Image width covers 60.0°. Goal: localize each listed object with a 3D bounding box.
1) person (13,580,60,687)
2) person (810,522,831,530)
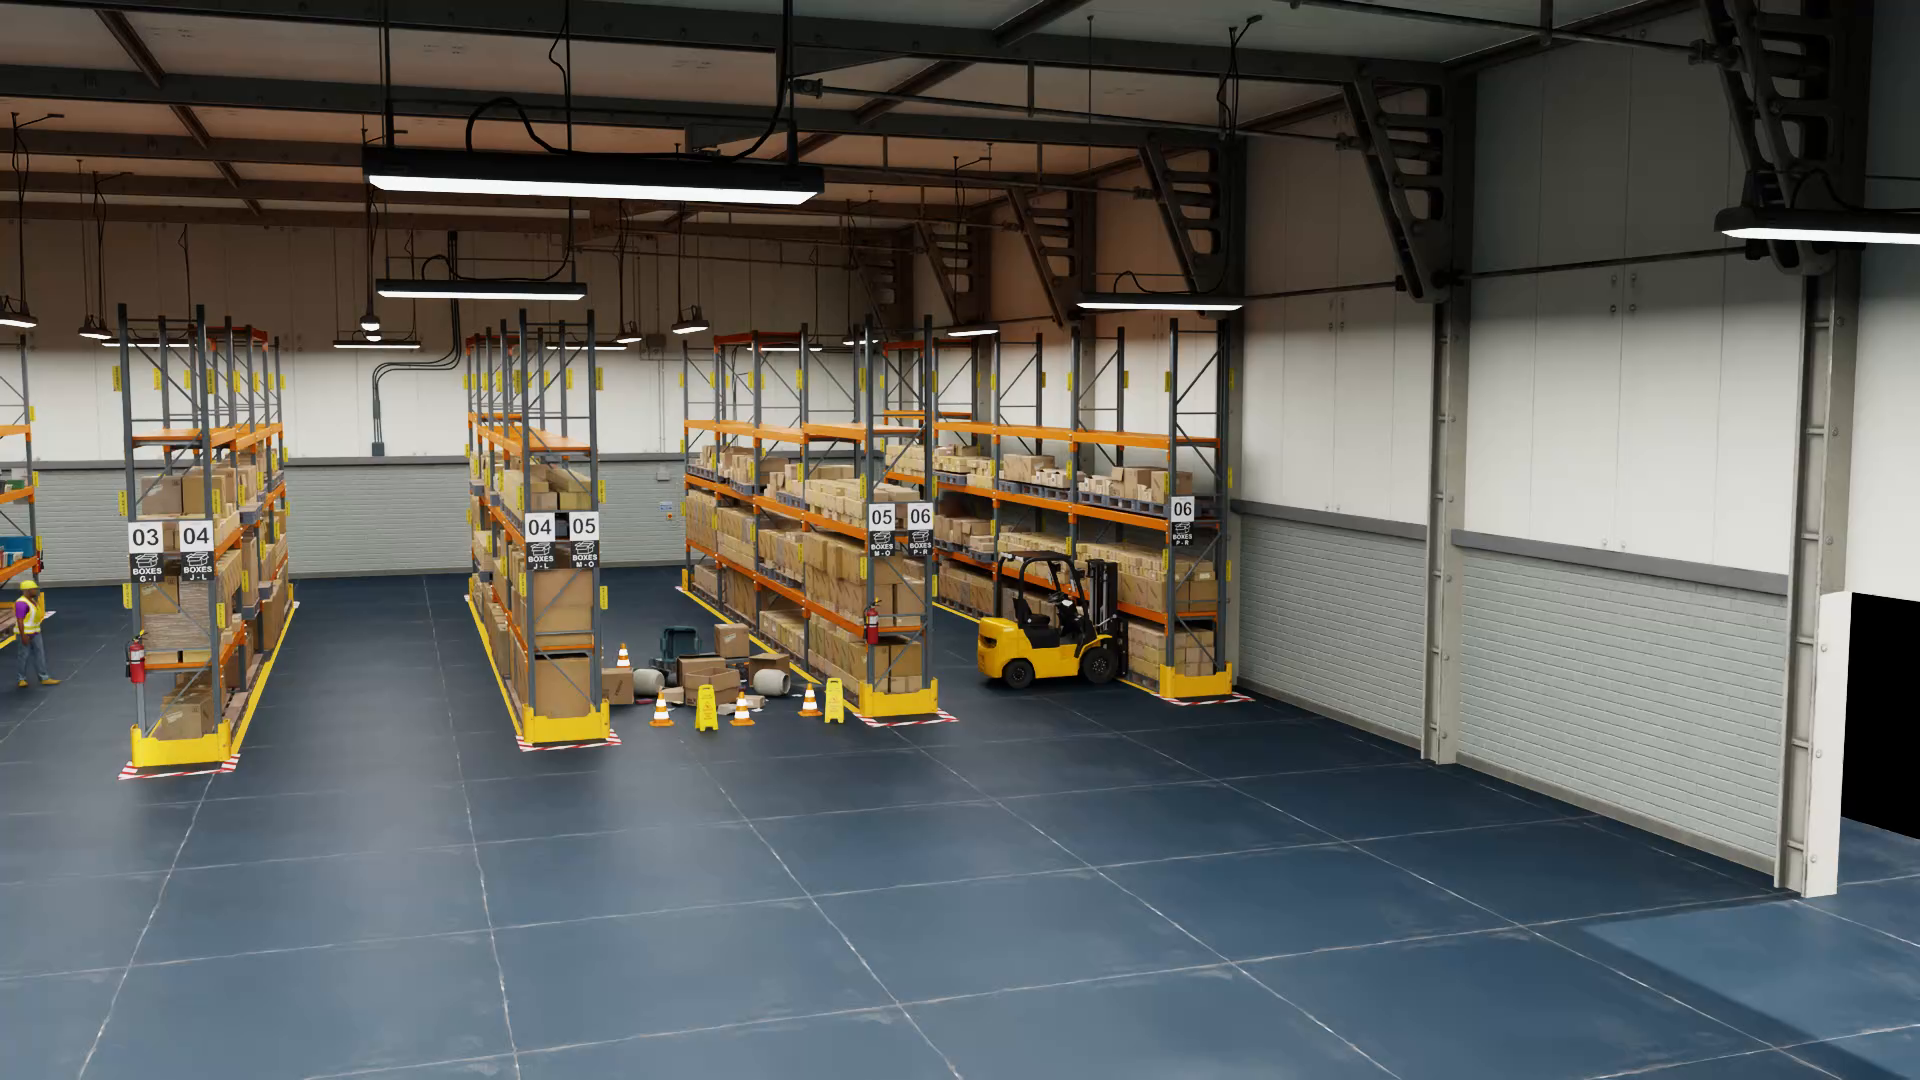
[{"bbox_3d":[-15.275,1.512,27.349,0.606,1.703,0.625,1,5,9],"label":"person"},{"bbox_3d":[-3.798,-0.065,44.849,0.608,1.765,0.708,1,5,8],"label":"person"}]
